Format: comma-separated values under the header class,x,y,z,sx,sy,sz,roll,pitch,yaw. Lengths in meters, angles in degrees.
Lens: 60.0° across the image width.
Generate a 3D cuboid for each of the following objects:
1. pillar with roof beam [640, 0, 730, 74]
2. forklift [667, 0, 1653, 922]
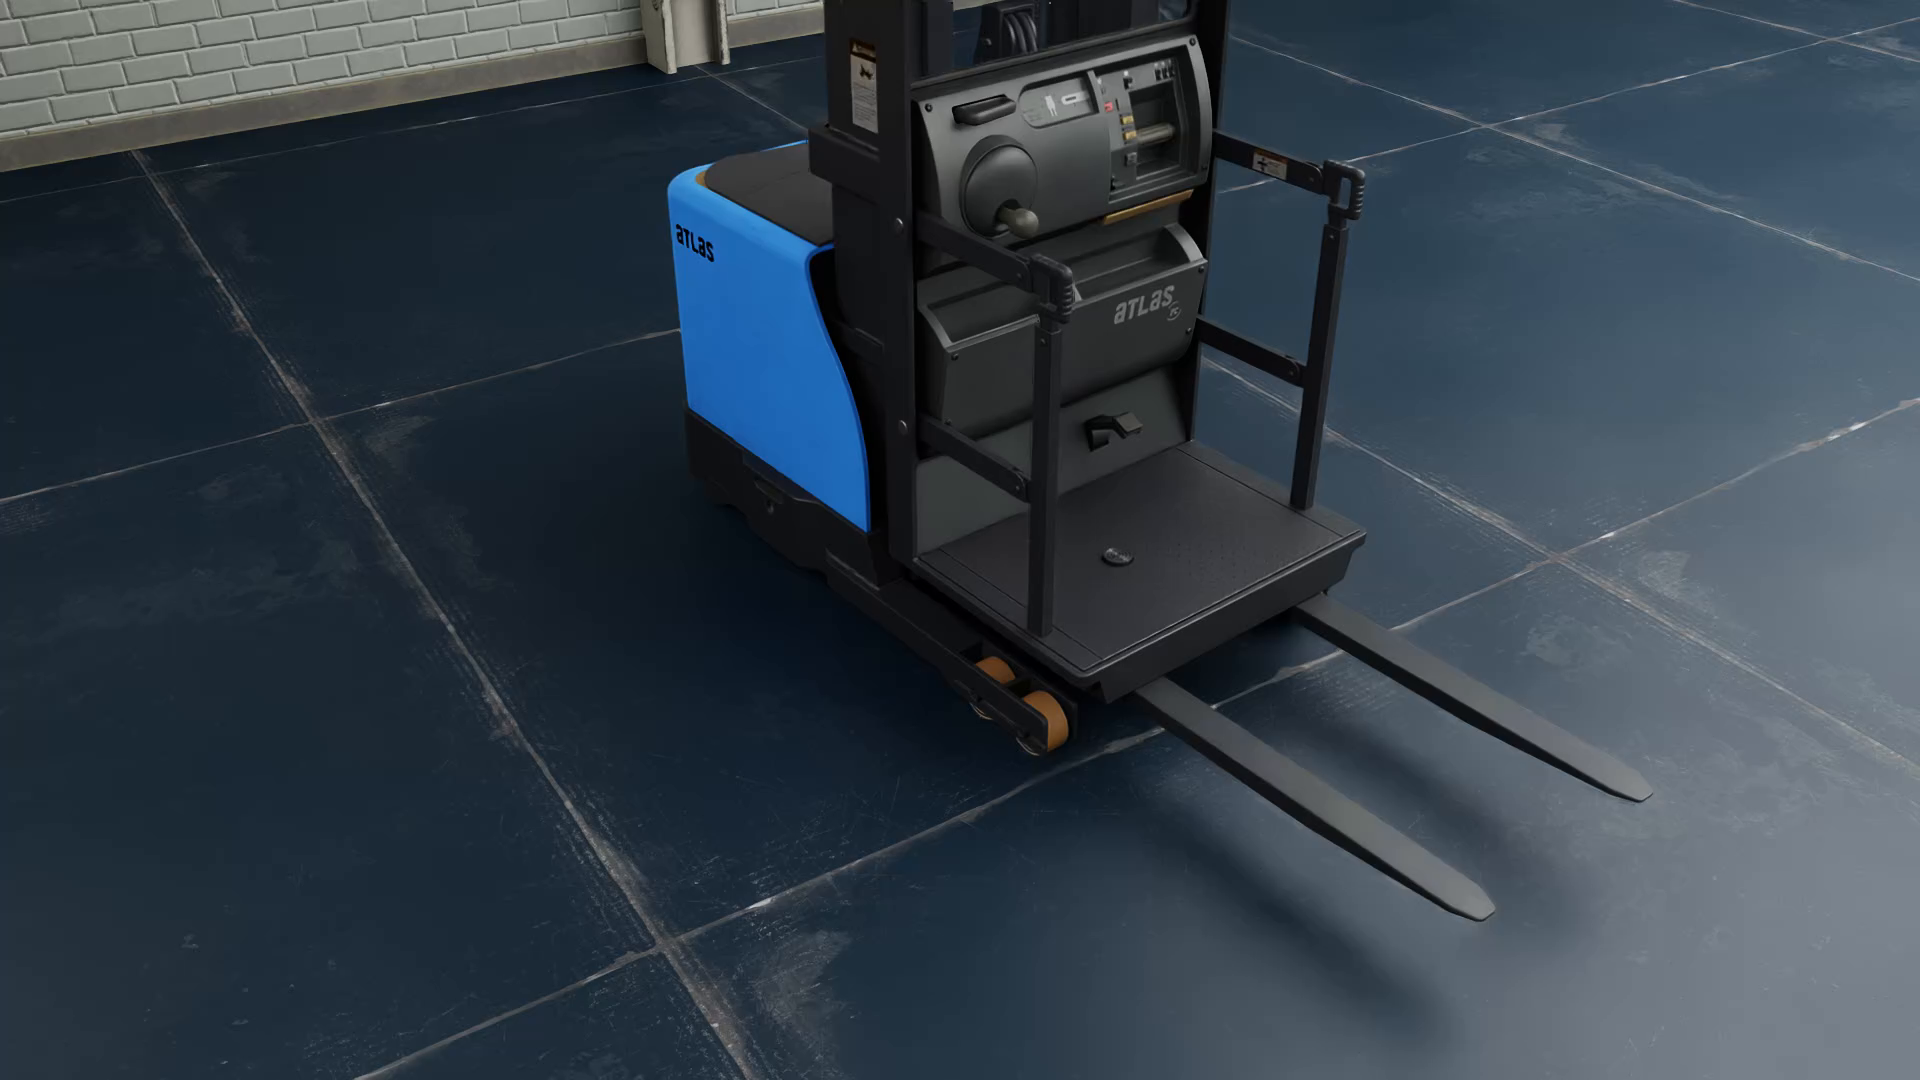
class,x,y,z,sx,sy,sz,roll,pitch,yaw
pillar with roof beam,0.756,-4.649,4.186,0.400,9.000,9.100,-19,37,-27
forklift,0.419,-0.979,4.055,1.130,2.935,3.031,-23,39,-32
